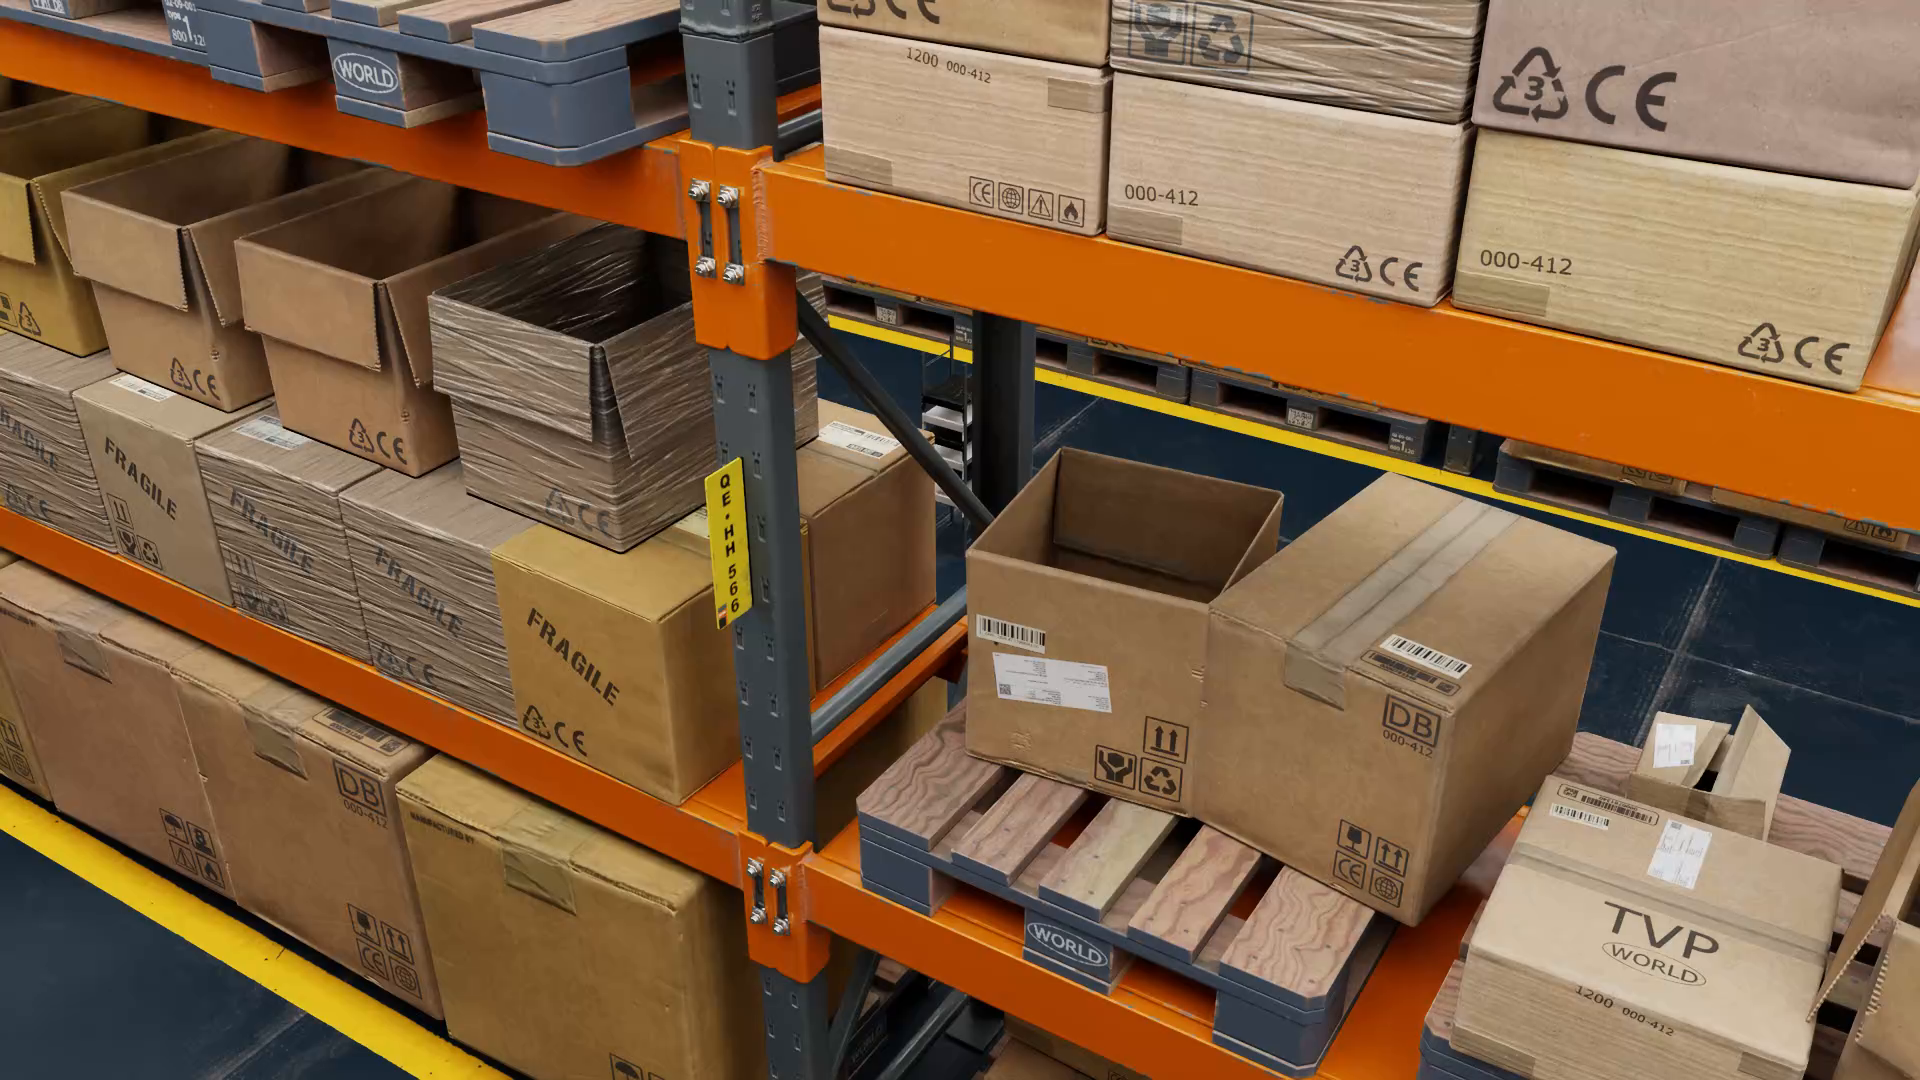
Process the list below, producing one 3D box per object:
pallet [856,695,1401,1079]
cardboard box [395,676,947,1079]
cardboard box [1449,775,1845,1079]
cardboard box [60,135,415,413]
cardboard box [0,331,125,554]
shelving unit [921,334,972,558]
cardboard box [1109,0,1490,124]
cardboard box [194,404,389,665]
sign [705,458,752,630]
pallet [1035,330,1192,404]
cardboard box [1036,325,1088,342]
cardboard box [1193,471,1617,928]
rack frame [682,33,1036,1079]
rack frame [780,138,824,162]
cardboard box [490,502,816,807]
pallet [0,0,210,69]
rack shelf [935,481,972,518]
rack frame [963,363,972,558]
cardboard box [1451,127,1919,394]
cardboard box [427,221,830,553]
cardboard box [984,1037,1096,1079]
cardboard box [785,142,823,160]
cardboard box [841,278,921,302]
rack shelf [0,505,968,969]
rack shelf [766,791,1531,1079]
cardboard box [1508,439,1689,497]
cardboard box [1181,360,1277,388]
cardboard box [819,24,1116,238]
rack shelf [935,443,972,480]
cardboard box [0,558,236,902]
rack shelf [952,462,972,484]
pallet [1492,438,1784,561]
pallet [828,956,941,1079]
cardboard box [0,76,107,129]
[{"bbox_3d":[0.521,0.500,3.606,1.003,0.211,1.213,18,35,27],"label":"pallet"},{"bbox_3d":[-0.712,0.814,4.569,0.875,0.875,1.225,16,34,25],"label":"cardboard box"},{"bbox_3d":[1.158,0.702,2.801,0.500,0.250,0.500,17,34,26],"label":"cardboard box"},{"bbox_3d":[-1.871,-0.760,4.481,0.637,0.503,0.797,19,35,29],"label":"cardboard box"},{"bbox_3d":[-2.420,-0.344,4.764,0.500,0.500,0.500,17,34,26],"label":"cardboard box"},{"bbox_3d":[-0.007,-0.391,7.027,0.210,0.900,0.258,18,35,27],"label":"shelving unit"},{"bbox_3d":[0.550,-0.910,2.261,0.500,0.500,0.500,18,35,28],"label":"cardboard box"},{"bbox_3d":[-1.549,-0.072,4.297,0.500,0.500,0.500,16,34,26],"label":"cardboard box"},{"bbox_3d":[-0.431,0.009,3.108,0.005,0.325,0.100,18,35,27],"label":"sign"},{"bbox_3d":[0.893,-1.151,9.013,1.213,0.211,1.003,18,35,27],"label":"pallet"},{"bbox_3d":[0.580,-1.405,8.745,0.500,0.500,0.500,18,35,28],"label":"cardboard box"},{"bbox_3d":[0.866,0.282,3.274,0.500,0.500,0.700,23,38,34],"label":"cardboard box"},{"bbox_3d":[-0.139,0.272,3.807,0.127,3.000,1.000,18,35,27],"label":"rack frame"},{"bbox_3d":[-0.804,-2.890,9.226,0.127,3.000,1.000,18,35,27],"label":"rack frame"},{"bbox_3d":[-0.689,0.202,3.827,0.500,0.500,0.500,19,35,29],"label":"cardboard box"},{"bbox_3d":[-1.661,-1.390,3.867,1.213,0.211,1.003,19,35,30],"label":"pallet"},{"bbox_3d":[-0.007,-0.207,7.134,0.200,0.077,0.258,18,35,27],"label":"rack shelf"},{"bbox_3d":[0.079,-0.364,6.980,0.006,0.900,0.240,18,35,27],"label":"rack frame"},{"bbox_3d":[0.999,-0.453,2.222,0.500,0.250,0.500,18,35,28],"label":"cardboard box"},{"bbox_3d":[-0.749,-0.407,3.877,0.637,0.503,0.797,19,35,29],"label":"cardboard box"},{"bbox_3d":[0.439,1.332,4.033,0.500,0.500,0.700,16,34,25],"label":"cardboard box"},{"bbox_3d":[-0.986,-2.277,9.999,0.250,0.149,0.380,19,35,29],"label":"cardboard box"},{"bbox_3d":[-0.319,-1.680,9.217,0.500,0.500,0.500,19,35,29],"label":"cardboard box"},{"bbox_3d":[-1.833,0.047,4.907,4.000,0.370,1.077,18,35,27],"label":"rack shelf"},{"bbox_3d":[1.555,1.118,3.070,4.000,0.370,1.077,18,35,27],"label":"rack shelf"},{"bbox_3d":[3.052,-0.826,7.505,0.750,0.750,1.050,17,34,27],"label":"cardboard box"},{"bbox_3d":[1.450,-1.125,8.266,0.500,0.500,0.500,19,35,29],"label":"cardboard box"},{"bbox_3d":[0.124,-0.724,2.687,0.500,0.250,0.500,18,35,28],"label":"cardboard box"},{"bbox_3d":[-0.007,-0.362,7.044,0.200,0.077,0.258,18,35,27],"label":"rack shelf"},{"bbox_3d":[-2.217,0.339,5.385,0.875,0.875,1.225,16,34,26],"label":"cardboard box"},{"bbox_3d":[-0.007,-0.284,7.089,0.200,0.077,0.258,18,35,27],"label":"rack shelf"},{"bbox_3d":[3.211,-0.370,7.675,1.213,0.211,1.003,18,35,27],"label":"pallet"},{"bbox_3d":[-0.766,1.233,4.927,1.213,0.211,1.003,18,35,27],"label":"pallet"},{"bbox_3d":[-2.981,-1.109,5.079,0.637,0.503,0.797,17,34,26],"label":"cardboard box"}]
